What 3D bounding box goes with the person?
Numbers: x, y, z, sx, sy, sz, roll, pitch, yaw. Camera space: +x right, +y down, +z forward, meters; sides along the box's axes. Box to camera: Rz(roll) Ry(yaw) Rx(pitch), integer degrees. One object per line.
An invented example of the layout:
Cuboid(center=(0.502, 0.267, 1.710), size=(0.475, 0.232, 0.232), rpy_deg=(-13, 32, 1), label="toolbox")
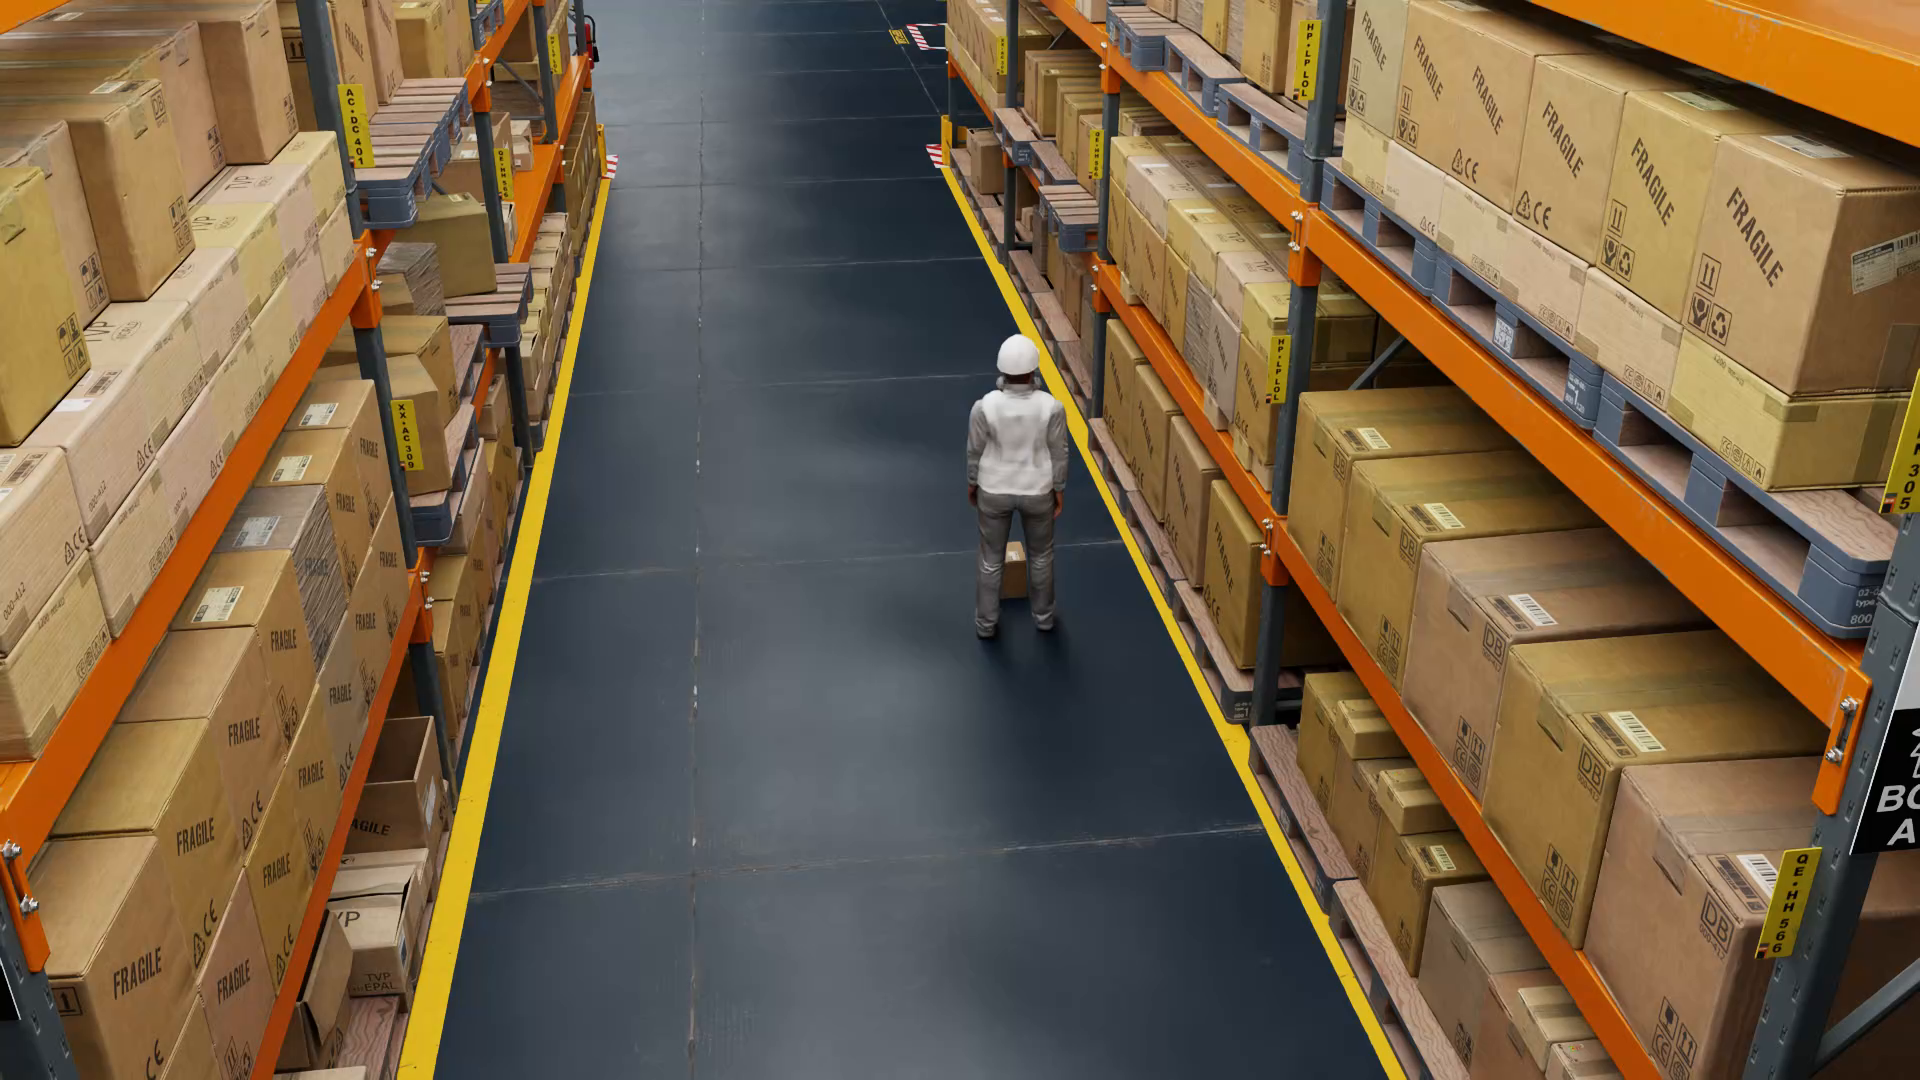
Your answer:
Cuboid(center=(0.309, -0.300, 9.152), size=(0.552, 1.790, 0.428), rpy_deg=(0, 27, 0), label="person")
